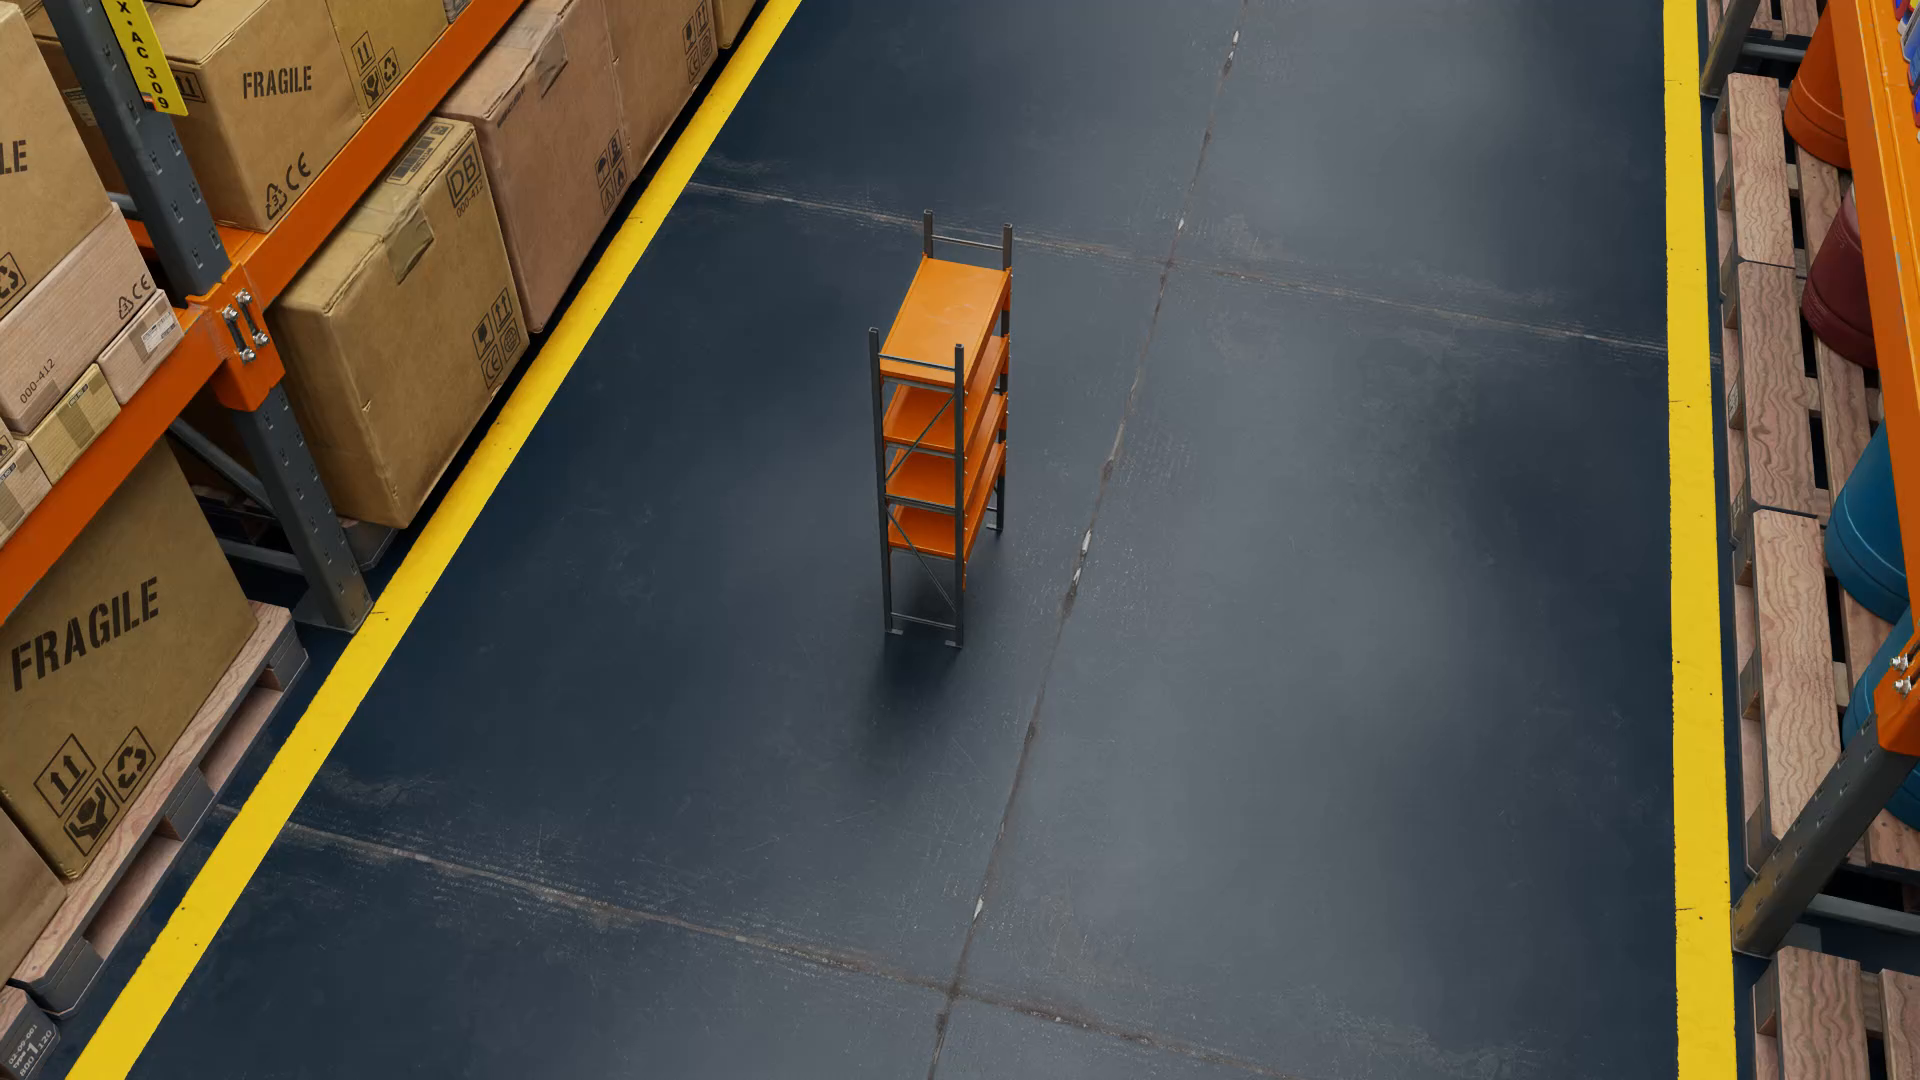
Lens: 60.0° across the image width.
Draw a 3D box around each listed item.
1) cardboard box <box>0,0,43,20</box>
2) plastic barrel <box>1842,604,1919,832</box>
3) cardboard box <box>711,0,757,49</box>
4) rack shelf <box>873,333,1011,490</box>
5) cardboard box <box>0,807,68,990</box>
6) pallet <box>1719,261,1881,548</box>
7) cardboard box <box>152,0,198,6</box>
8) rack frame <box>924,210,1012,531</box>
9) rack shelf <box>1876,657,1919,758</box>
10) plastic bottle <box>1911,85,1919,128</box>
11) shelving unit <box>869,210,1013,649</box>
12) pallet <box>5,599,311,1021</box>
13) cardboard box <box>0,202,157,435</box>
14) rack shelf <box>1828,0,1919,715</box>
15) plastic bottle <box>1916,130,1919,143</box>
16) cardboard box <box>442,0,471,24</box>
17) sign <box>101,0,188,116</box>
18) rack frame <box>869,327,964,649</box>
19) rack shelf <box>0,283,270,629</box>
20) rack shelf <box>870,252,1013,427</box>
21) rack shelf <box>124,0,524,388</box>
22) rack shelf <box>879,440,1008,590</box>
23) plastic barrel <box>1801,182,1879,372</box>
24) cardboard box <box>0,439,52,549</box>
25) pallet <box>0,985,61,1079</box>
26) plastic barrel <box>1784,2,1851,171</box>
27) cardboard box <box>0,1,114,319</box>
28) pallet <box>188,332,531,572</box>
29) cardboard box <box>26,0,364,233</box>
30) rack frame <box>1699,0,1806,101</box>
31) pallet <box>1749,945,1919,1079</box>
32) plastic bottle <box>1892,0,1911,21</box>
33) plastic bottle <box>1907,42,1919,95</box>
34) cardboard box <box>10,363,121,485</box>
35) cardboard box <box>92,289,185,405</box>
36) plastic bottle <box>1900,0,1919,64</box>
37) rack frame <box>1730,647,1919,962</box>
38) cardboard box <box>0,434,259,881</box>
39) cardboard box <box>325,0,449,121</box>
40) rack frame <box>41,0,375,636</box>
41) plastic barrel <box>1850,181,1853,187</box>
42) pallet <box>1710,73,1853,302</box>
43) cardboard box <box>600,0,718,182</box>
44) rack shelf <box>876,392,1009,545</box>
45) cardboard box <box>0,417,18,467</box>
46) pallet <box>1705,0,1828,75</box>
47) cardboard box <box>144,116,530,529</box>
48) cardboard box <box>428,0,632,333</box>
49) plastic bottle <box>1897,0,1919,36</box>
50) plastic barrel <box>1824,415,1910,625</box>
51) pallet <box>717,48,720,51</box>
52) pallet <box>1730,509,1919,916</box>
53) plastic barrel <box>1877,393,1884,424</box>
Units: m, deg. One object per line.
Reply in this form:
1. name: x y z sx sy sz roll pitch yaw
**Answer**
1. cardboard box: -2.423 -1.272 4.306 0.500 0.500 0.500 12 50 10
2. plastic barrel: 2.655 0.296 4.108 0.600 0.901 0.708 12 50 10
3. cardboard box: -1.432 -2.681 6.753 1.225 0.875 0.875 9 49 8
4. rack shelf: -0.044 -0.381 4.577 0.258 0.148 0.480 12 50 10
5. cardboard box: -2.770 0.830 3.654 0.875 0.875 0.875 12 50 10
6. pallet: 3.058 -0.382 5.446 1.003 0.211 1.213 12 50 10
7. cardboard box: -2.123 -1.676 3.993 0.797 0.503 0.637 10 49 9
8. rack frame: 0.021 -0.454 4.850 0.240 1.200 0.015 12 50 10
9. rack shelf: 1.969 1.815 2.127 1.077 0.370 4.000 12 50 10
10. plastic bottle: 2.630 -1.250 4.431 0.061 0.283 0.133 12 50 10
11. shelving unit: -0.044 -0.277 4.694 0.258 1.200 0.503 12 50 10
12. pallet: -2.558 0.610 4.571 1.003 0.211 1.213 12 50 10
13. cardboard box: -2.146 -0.525 3.614 0.500 0.250 0.500 11 49 9
14. rack shelf: 3.022 -1.078 4.681 1.077 0.370 4.000 12 50 10
15. plastic bottle: 2.617 -1.136 4.385 0.097 0.201 0.097 0 49 0
16. cardboard box: -1.657 -1.889 4.850 0.500 0.500 0.500 11 49 9
17. sign: -1.747 -1.051 3.547 0.100 0.325 0.005 12 50 10
18. rack frame: -0.108 -0.101 4.539 0.240 1.200 0.015 12 50 10
19. rack shelf: -2.809 0.838 2.990 1.077 0.370 4.000 12 50 10
20. rack shelf: -0.044 -0.537 4.400 0.258 0.148 0.480 12 50 10
21. rack shelf: -1.756 -2.056 5.543 1.077 0.370 4.000 12 50 10
22. rack shelf: -0.044 -0.101 4.894 0.258 0.148 0.480 12 50 10
23. plastic barrel: 3.139 -0.930 5.398 0.600 0.588 0.708 12 50 10
24. cardboard box: -2.182 -0.107 3.511 0.380 0.149 0.250 11 49 9
25. pallet: -2.877 1.495 3.789 1.003 0.211 1.213 12 50 10
26. plastic barrel: 3.436 -1.827 6.029 0.600 0.830 0.708 12 50 10
27. cardboard box: -2.146 -0.759 3.321 0.500 0.500 0.500 13 50 11
28. pallet: -2.152 -0.497 5.548 1.003 0.211 1.213 12 50 10
29. cardboard box: -1.920 -1.164 4.210 0.500 0.500 0.500 12 50 10
30. rack frame: 3.548 -2.763 5.688 1.000 3.000 0.127 12 50 10
31. pallet: 2.340 1.593 3.704 1.003 0.211 1.213 12 50 10
32. plastic bottle: 2.775 -1.648 4.782 0.061 0.283 0.133 12 50 10
33. plastic bottle: 2.712 -1.380 4.500 0.144 0.351 0.185 12 50 10
34. cardboard box: -2.115 -0.292 3.675 0.380 0.149 0.250 12 50 11
35. cardboard box: -2.047 -0.479 3.840 0.380 0.149 0.250 12 50 10
36. plastic bottle: 2.758 -1.470 4.629 0.152 0.276 0.135 12 50 10
37. rack frame: 2.496 0.130 3.134 1.000 3.000 0.127 12 50 10
38. cardboard box: -2.534 0.179 4.229 0.875 0.875 0.875 12 50 10
39. cardboard box: -1.789 -1.527 4.531 0.500 0.500 0.500 12 50 10
40. rack frame: -2.283 -0.847 3.997 1.000 3.000 0.127 12 50 10
41. plastic barrel: 3.374 -1.295 5.772 0.421 0.512 0.421 0 49 0
42. pallet: 3.381 -1.262 6.223 1.003 0.211 1.213 12 50 10
43. cardboard box: -1.674 -2.038 6.185 1.225 0.875 0.875 12 50 10
44. rack shelf: -0.044 -0.233 4.745 0.258 0.148 0.480 12 50 10
45. cardboard box: -2.280 -0.150 3.283 0.500 0.250 0.500 13 50 11
46. pallet: 3.790 -2.393 7.221 1.003 0.211 1.213 12 50 10
47. cardboard box: -2.134 -0.750 5.048 1.225 0.875 0.875 12 50 10
48. cardboard box: -1.899 -1.396 5.619 1.225 0.875 0.875 10 49 9
49. plastic bottle: 2.762 -1.557 4.710 0.097 0.271 0.097 0 49 0
50. plastic barrel: 2.842 -0.217 4.560 0.600 0.901 0.708 12 50 10
51. pallet: -1.510 -2.262 7.106 1.003 0.211 1.213 12 50 10
52. pallet: 2.739 0.503 4.665 1.003 0.211 1.213 12 50 10
53. plastic barrel: 3.076 -0.479 5.051 0.421 0.512 0.421 0 49 0
